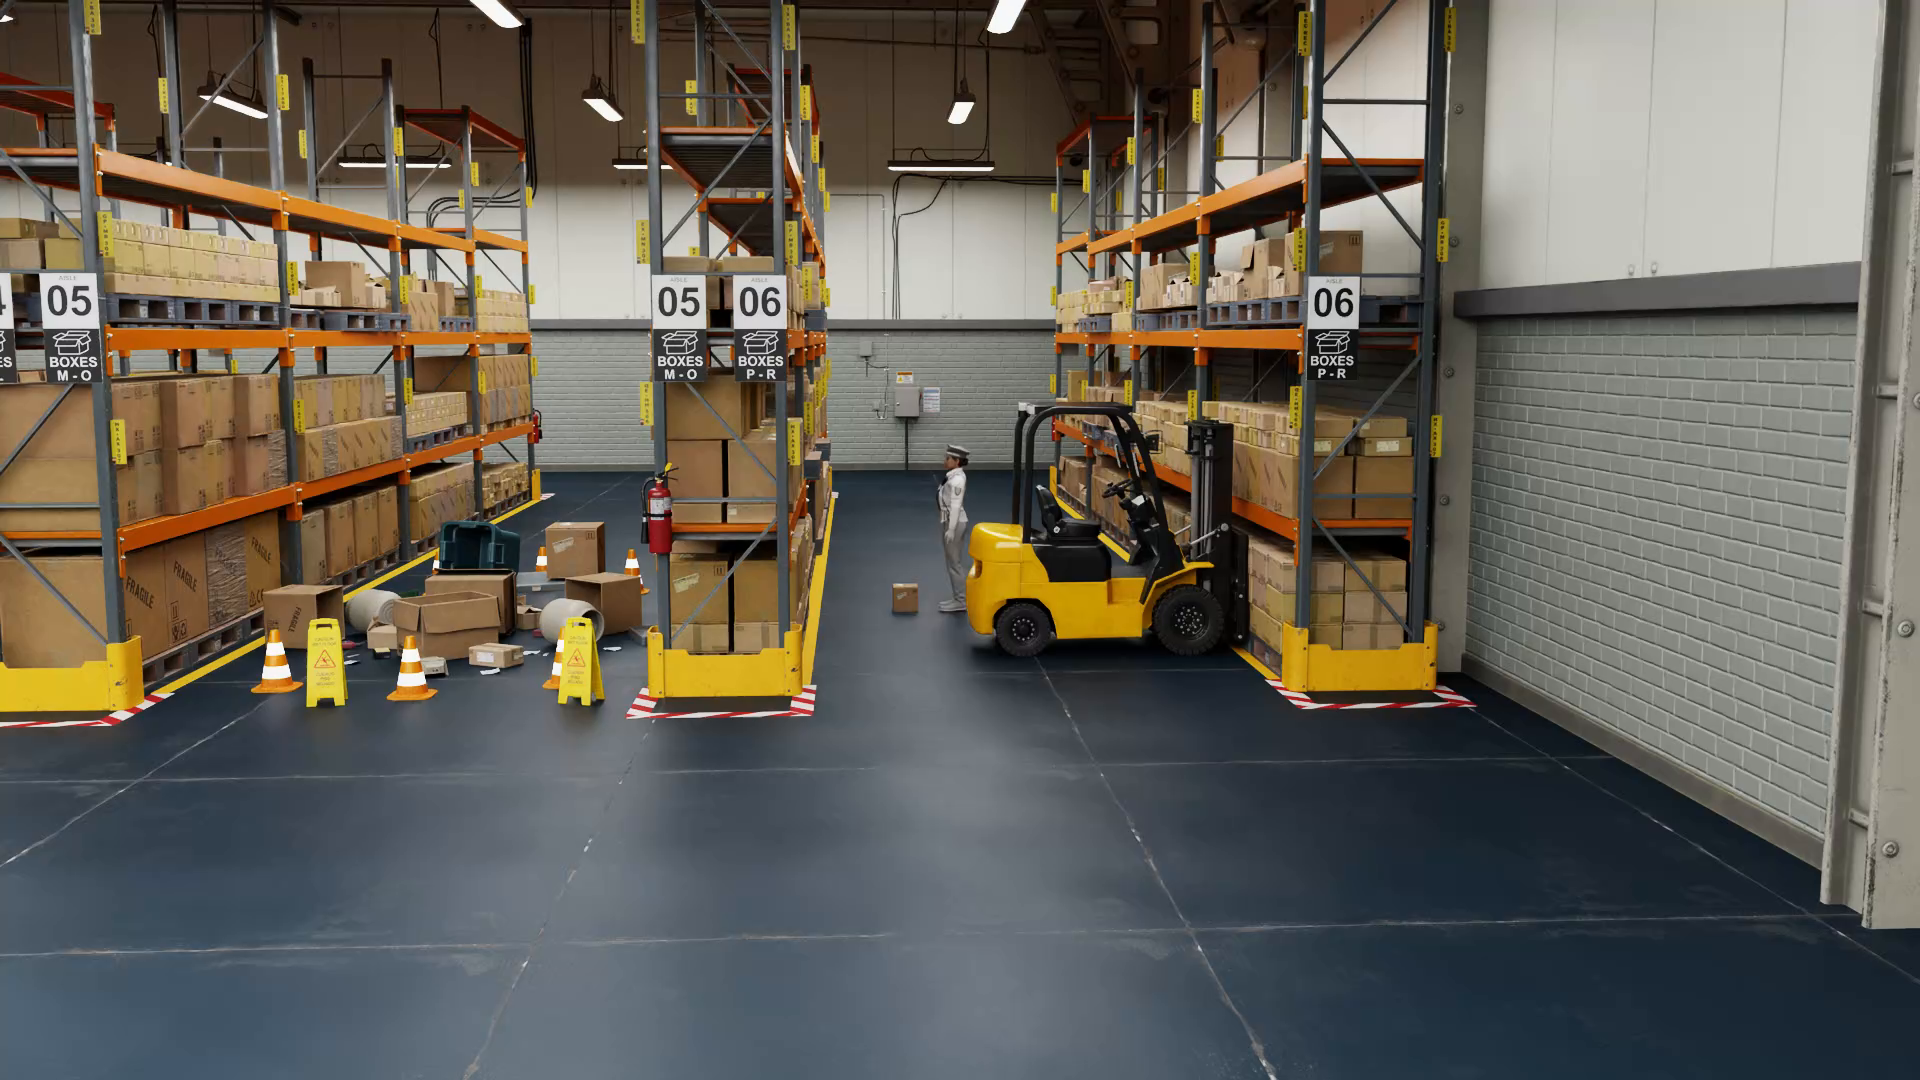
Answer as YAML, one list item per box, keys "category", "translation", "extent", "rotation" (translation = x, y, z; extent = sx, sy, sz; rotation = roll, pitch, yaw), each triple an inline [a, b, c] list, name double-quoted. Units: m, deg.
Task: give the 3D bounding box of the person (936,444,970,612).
- category: "person"
  translation: [-0.072, -0.127, 16.720]
  extent: [0.346, 1.686, 0.464]
  rotation: [0, 7, -3]
